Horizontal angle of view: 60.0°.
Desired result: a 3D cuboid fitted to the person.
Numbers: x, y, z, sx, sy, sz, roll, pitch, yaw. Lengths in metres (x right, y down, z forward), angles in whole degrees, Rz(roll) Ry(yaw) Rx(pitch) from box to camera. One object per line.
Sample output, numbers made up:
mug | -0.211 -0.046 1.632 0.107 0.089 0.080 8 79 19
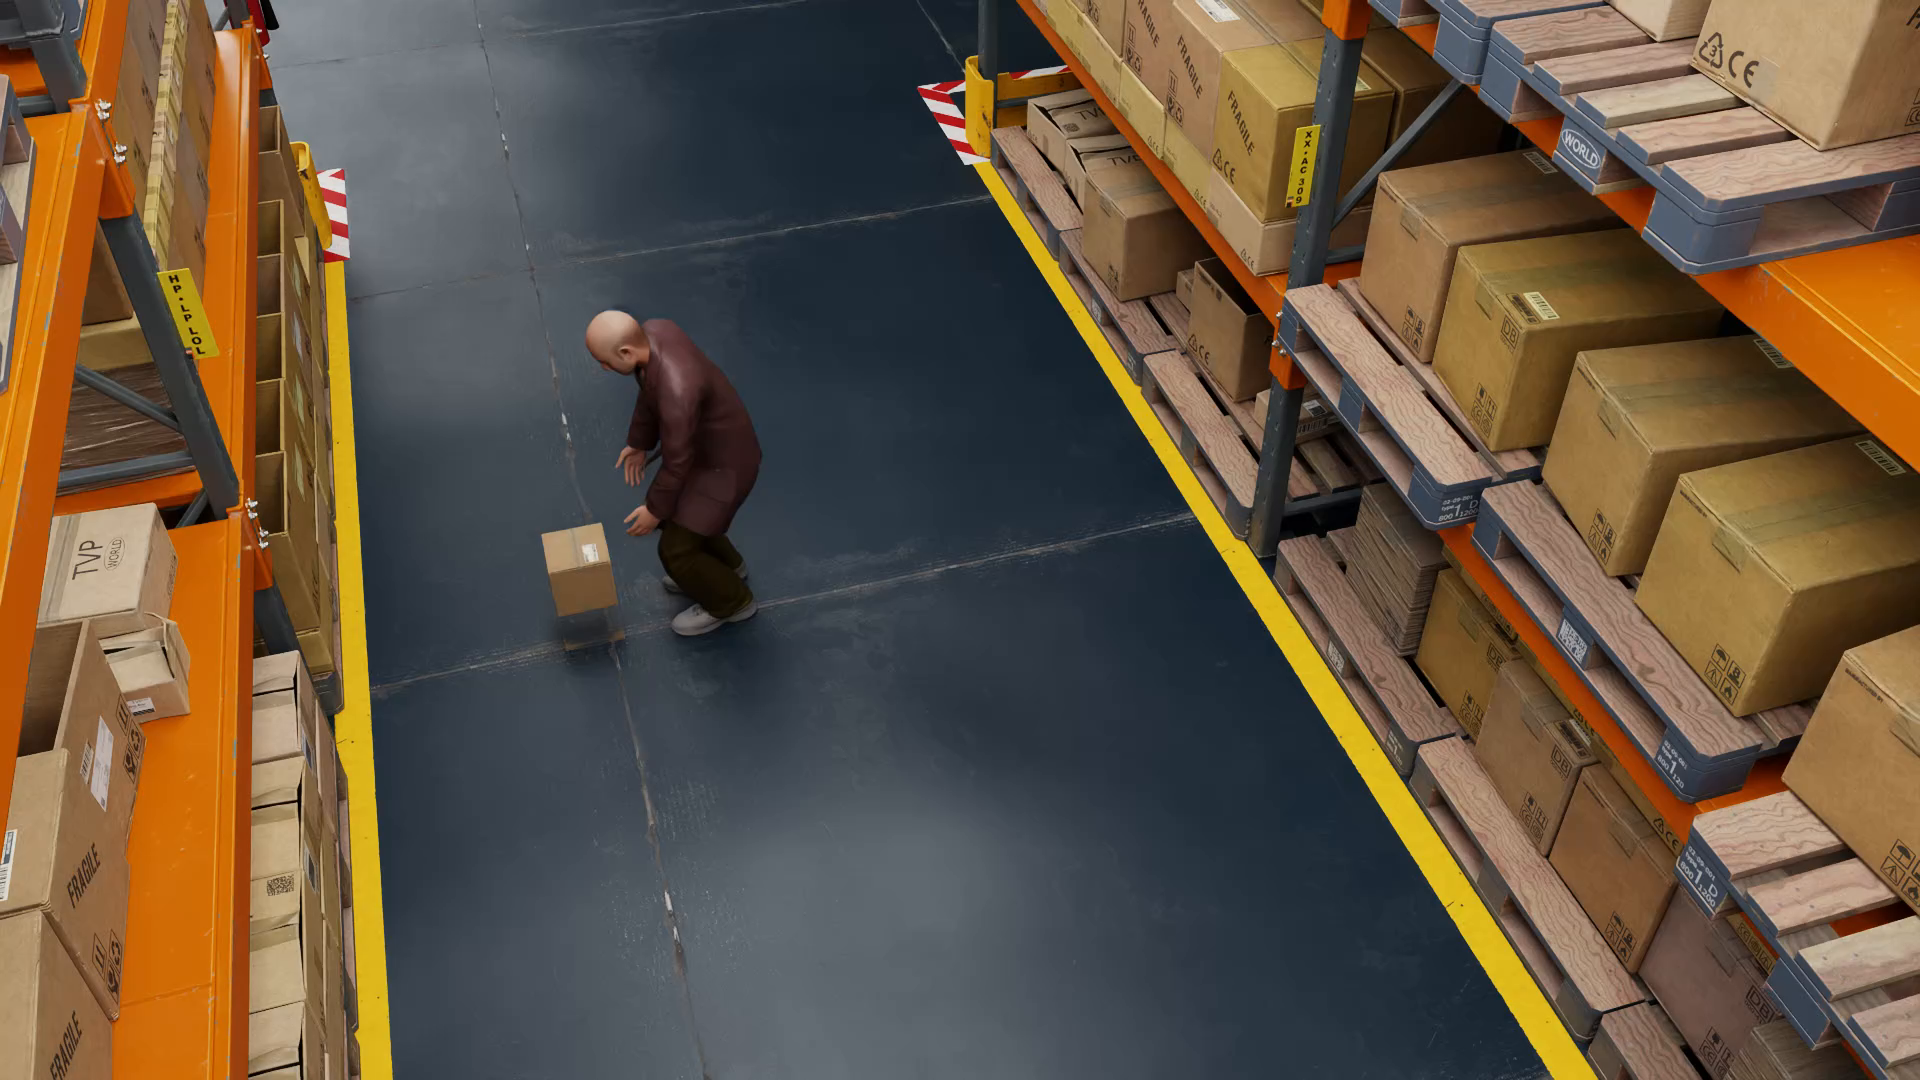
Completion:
person | -1.094 -0.288 6.669 0.612 1.552 0.625 -11 43 -13
